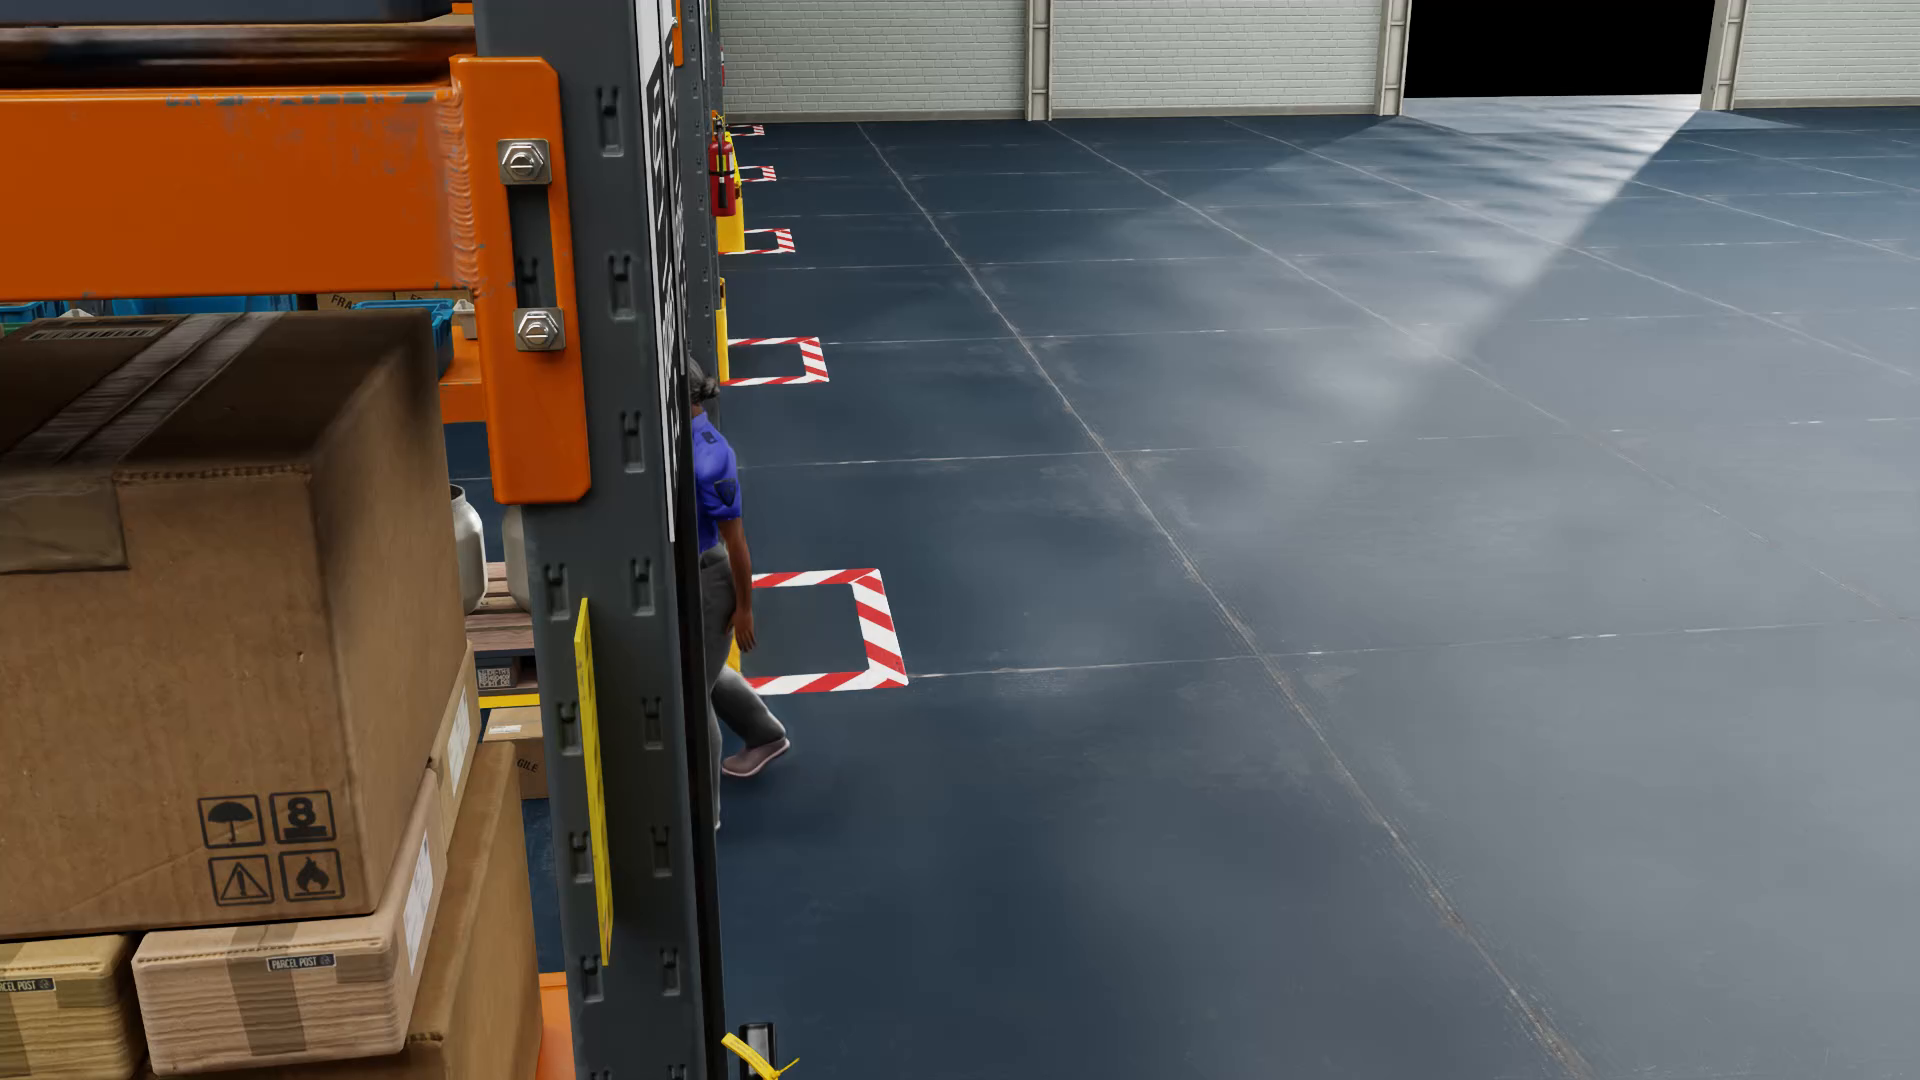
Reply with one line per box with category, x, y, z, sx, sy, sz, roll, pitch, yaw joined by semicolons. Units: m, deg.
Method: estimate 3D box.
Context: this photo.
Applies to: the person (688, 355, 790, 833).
person;-0.863;0.160;5.607;0.679;1.633;0.477;-10;22;-25
